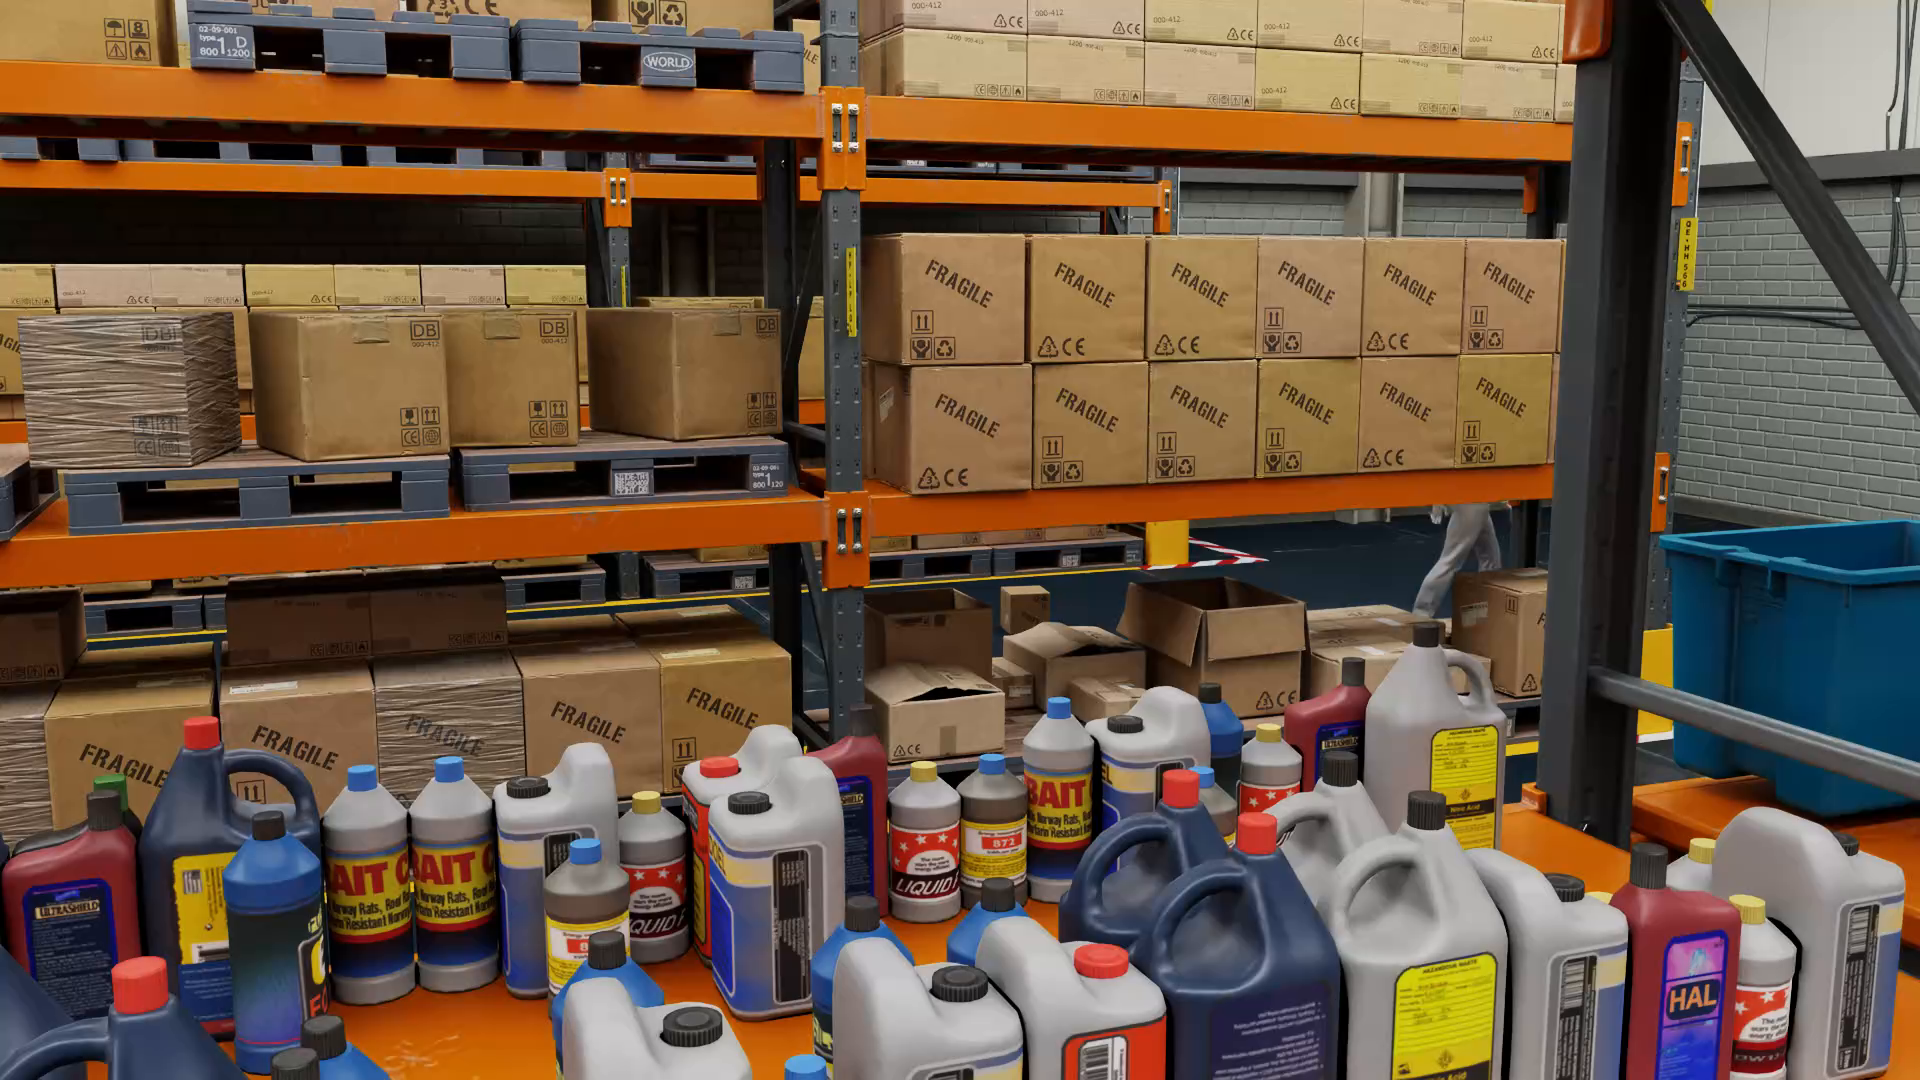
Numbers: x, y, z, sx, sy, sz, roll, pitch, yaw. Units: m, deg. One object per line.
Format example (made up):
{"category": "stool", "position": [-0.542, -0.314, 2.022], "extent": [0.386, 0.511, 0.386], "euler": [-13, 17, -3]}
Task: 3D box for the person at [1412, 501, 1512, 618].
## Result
{"category": "person", "position": [3.086, -0.252, 9.763], "extent": [0.922, 1.645, 0.526], "euler": [-1, 9, -4]}
